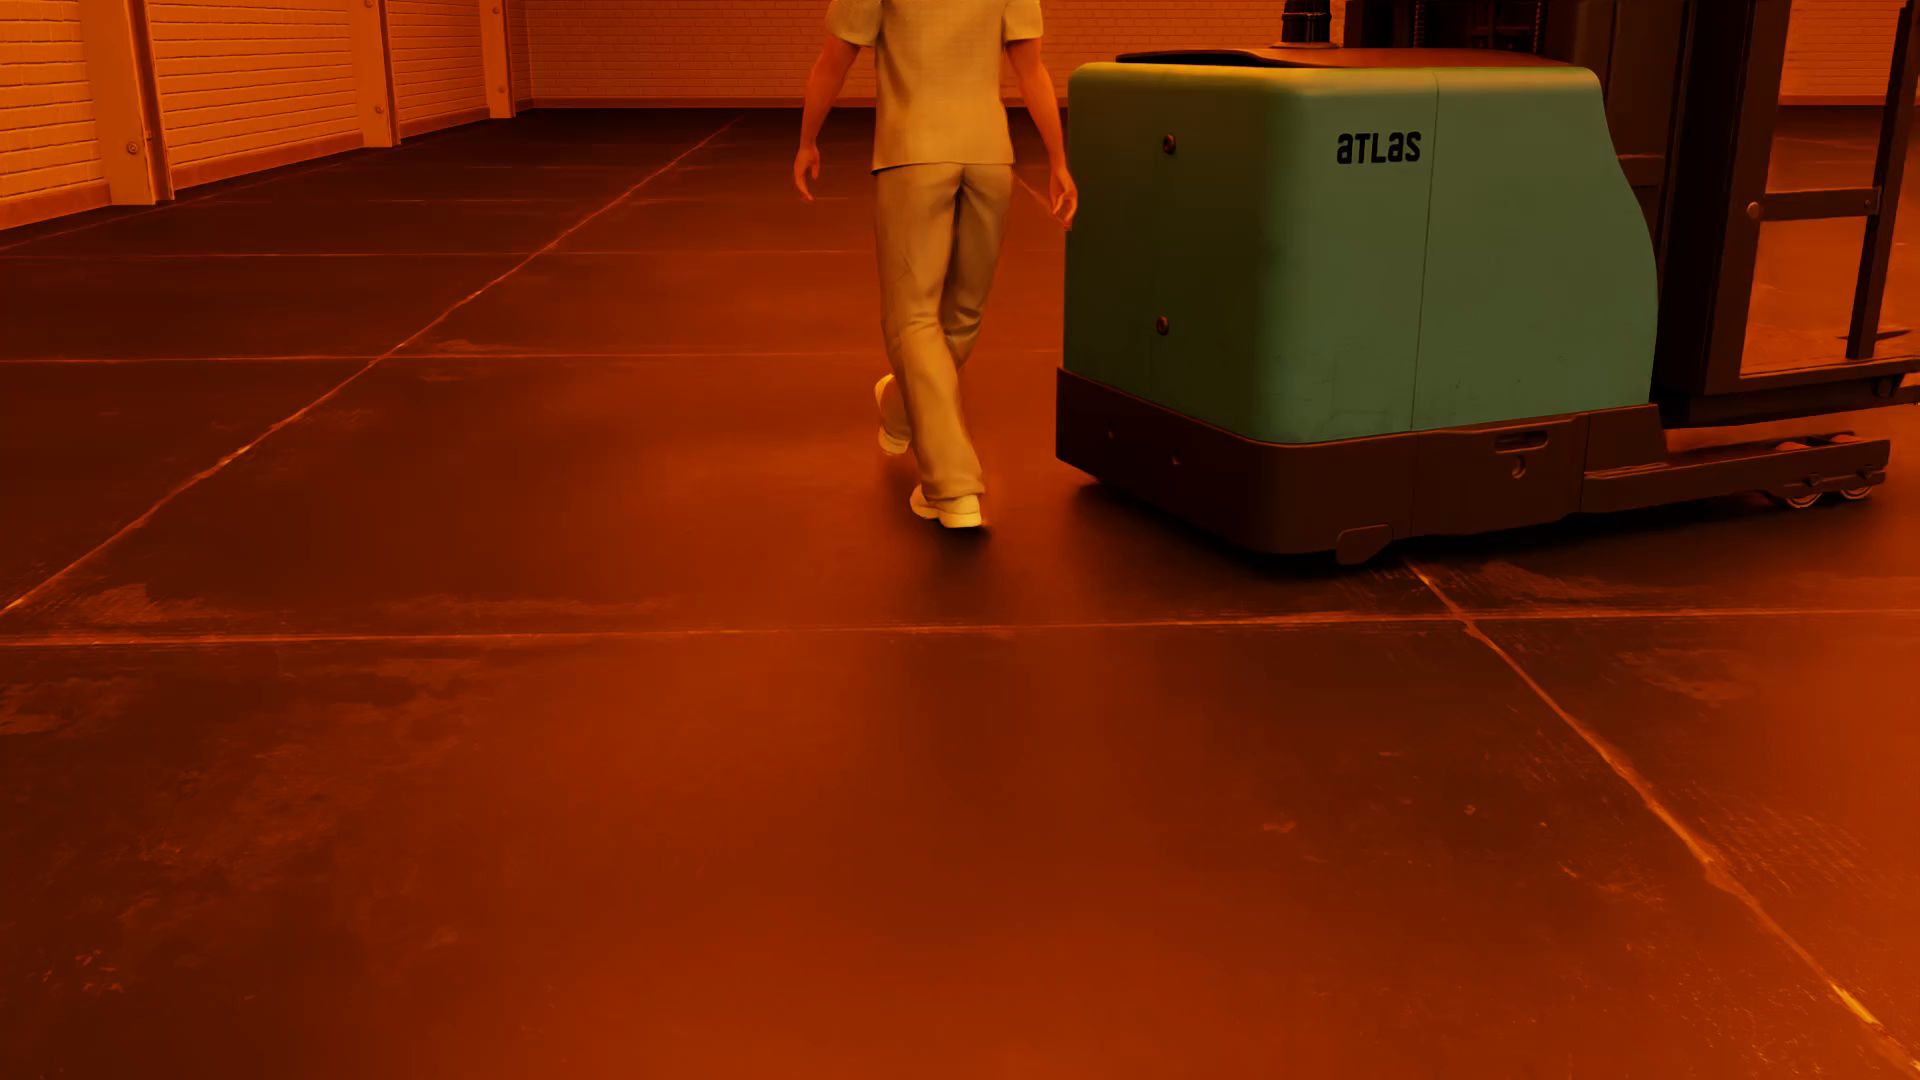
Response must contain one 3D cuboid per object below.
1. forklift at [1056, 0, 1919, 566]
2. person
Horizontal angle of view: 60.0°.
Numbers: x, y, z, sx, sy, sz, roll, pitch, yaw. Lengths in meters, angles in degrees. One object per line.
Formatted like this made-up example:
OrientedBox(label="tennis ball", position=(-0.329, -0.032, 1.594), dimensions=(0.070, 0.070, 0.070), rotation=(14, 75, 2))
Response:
OrientedBox(label="forklift", position=(1.815, -1.613, 4.181), dimensions=(3.031, 2.935, 1.130), rotation=(-8, 19, -23))
OrientedBox(label="person", position=(-0.075, -0.921, 4.150), dimensions=(0.620, 1.629, 0.910), rotation=(-7, 19, -23))
